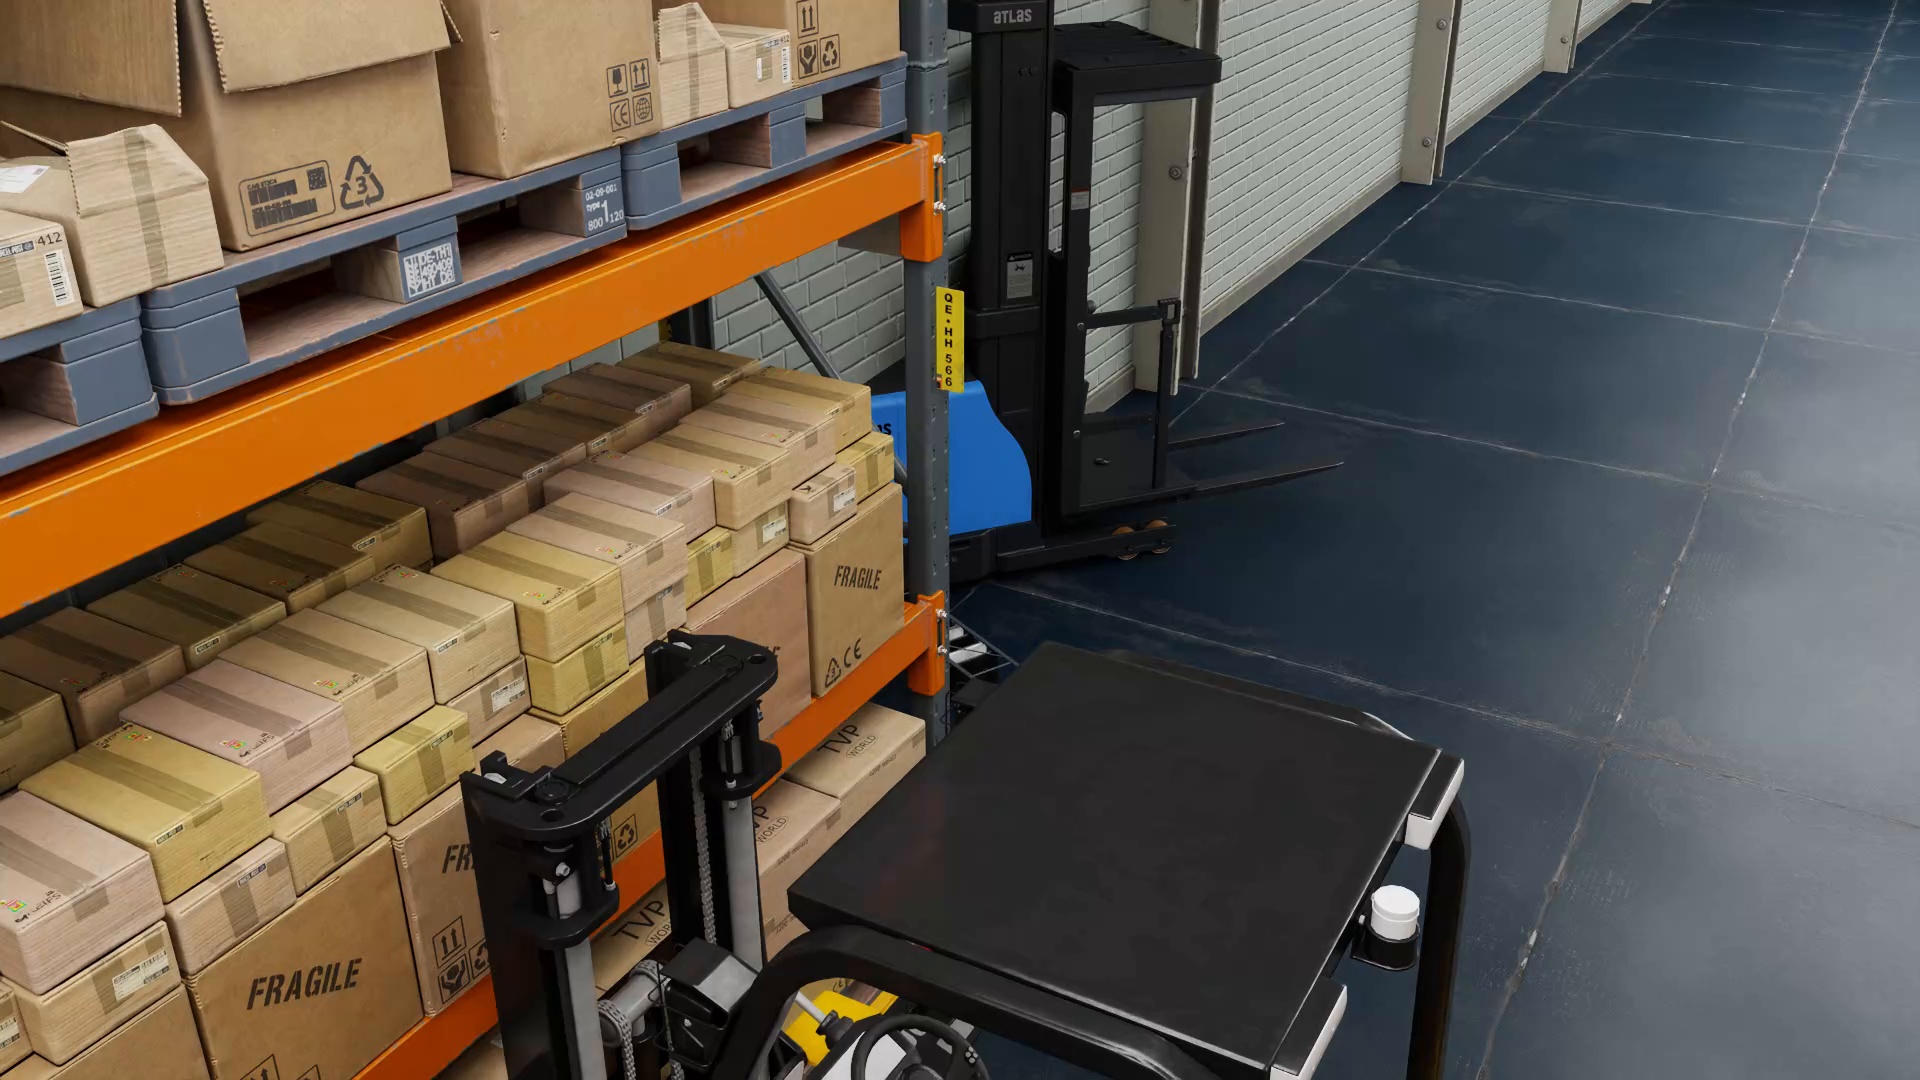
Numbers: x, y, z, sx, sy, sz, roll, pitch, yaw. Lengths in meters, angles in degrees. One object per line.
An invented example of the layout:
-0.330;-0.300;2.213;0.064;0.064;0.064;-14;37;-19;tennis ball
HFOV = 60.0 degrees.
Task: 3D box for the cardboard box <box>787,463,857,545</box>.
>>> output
-0.525;-0.139;4.840;0.380;0.149;0.250;15;30;27;cardboard box

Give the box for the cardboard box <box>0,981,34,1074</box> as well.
-1.851;0.842;2.881;0.380;0.149;0.250;14;30;26;cardboard box

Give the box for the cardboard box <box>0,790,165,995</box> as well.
-1.667;0.624;2.984;0.380;0.149;0.250;15;30;27;cardboard box

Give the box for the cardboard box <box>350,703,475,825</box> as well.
-1.302;0.452;3.659;0.380;0.149;0.250;14;30;25;cardboard box

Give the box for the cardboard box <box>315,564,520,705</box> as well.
-1.241;0.210;3.811;0.380;0.149;0.250;15;30;27;cardboard box

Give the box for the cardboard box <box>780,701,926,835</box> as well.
-0.454;0.736;5.415;0.500;0.250;0.500;15;30;28;cardboard box

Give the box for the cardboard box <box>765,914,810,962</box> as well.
-0.722;1.163;5.120;0.500;0.250;0.500;14;30;26;cardboard box

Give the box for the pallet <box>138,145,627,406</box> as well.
-1.468;-0.662;3.469;1.003;0.211;1.213;14;30;26;pallet

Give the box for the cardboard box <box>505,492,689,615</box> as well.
-0.909;0.029;4.173;0.380;0.149;0.250;15;30;27;cardboard box

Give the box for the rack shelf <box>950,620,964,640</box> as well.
-0.103;0.490;7.526;0.258;0.200;0.077;-17;32;-31;rack shelf

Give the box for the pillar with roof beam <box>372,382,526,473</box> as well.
2.122;-1.769;2.231;9.100;9.000;0.400;14;30;26;pillar with roof beam

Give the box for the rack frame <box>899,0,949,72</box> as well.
-0.499;-2.790;4.270;1.000;3.000;0.127;14;30;26;rack frame

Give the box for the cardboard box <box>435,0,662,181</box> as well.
-1.095;-1.122;3.598;0.700;0.500;0.500;14;30;26;cardboard box

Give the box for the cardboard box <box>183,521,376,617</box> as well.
-1.636;0.105;4.020;0.380;0.149;0.250;14;30;26;cardboard box

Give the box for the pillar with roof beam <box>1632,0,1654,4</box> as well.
13.929;-11.122;20.916;9.100;9.000;0.400;14;30;26;pillar with roof beam

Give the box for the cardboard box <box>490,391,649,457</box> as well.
-1.125;-0.290;4.811;0.380;0.149;0.250;15;30;27;cardboard box

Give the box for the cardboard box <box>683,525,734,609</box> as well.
-0.838;0.043;4.477;0.380;0.149;0.250;14;30;26;cardboard box

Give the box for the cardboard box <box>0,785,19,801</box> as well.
-2.004;0.543;3.478;0.380;0.149;0.250;15;30;28;cardboard box

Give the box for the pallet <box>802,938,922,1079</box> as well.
-0.838;1.447;5.623;1.003;0.211;1.213;14;30;26;pallet

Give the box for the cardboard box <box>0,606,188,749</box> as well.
-1.914;0.301;3.629;0.380;0.149;0.250;14;30;26;cardboard box

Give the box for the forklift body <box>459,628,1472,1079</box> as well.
0.157;1.413;3.524;2.313;2.155;1.214;14;30;26;forklift body

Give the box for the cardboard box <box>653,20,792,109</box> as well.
-0.642;-1.179;4.103;0.380;0.149;0.250;13;30;25;cardboard box

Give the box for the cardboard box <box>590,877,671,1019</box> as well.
-0.939;1.135;4.618;0.500;0.250;0.500;15;30;27;cardboard box

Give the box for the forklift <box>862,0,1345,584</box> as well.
0.579;-1.417;8.305;3.031;2.935;1.130;-10;28;-20;forklift

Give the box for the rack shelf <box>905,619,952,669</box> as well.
-0.155;0.457;7.592;0.258;0.200;0.077;-17;32;-31;rack shelf

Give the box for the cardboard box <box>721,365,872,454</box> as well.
-0.491;-0.389;5.007;0.380;0.149;0.250;14;30;26;cardboard box

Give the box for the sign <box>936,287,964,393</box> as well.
-0.033;-0.606;5.051;0.100;0.325;0.005;14;30;26;sign

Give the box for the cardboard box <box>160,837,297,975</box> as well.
-1.534;0.660;3.244;0.380;0.149;0.250;14;30;26;cardboard box

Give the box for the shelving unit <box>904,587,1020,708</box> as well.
-0.084;0.503;7.502;0.258;0.210;0.900;-17;32;-31;shelving unit

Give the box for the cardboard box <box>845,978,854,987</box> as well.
-0.455;1.187;5.630;0.500;0.250;0.500;14;30;26;cardboard box

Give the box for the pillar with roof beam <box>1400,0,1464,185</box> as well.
8.026;-6.446;11.573;9.100;9.000;0.400;14;30;26;pillar with roof beam

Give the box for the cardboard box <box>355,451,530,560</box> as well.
-1.368;-0.089;4.408;0.380;0.149;0.250;15;30;28;cardboard box

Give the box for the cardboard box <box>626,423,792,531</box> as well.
-0.691;-0.178;4.586;0.380;0.149;0.250;15;30;27;cardboard box

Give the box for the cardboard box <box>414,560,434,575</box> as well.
-1.586;0.119;4.326;0.380;0.149;0.250;15;30;28;cardboard box

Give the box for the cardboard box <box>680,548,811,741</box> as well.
-0.775;0.298;4.692;0.500;0.500;0.500;15;30;28;cardboard box

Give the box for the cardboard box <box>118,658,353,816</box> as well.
-1.486;0.406;3.420;0.380;0.149;0.250;14;30;26;cardboard box

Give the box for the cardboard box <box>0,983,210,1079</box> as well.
-1.779;1.085;3.120;0.500;0.500;0.500;15;30;27;cardboard box

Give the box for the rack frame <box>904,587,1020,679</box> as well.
-0.084;0.412;7.456;0.240;0.006;0.900;-17;32;-31;rack frame

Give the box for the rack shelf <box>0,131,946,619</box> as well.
-1.482;-0.347;3.546;1.077;0.370;4.000;14;30;26;rack shelf

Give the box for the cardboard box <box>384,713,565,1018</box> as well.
-1.265;0.696;3.897;0.500;0.500;0.500;14;30;26;cardboard box

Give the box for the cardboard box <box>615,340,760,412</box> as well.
-0.850;-0.491;5.211;0.380;0.149;0.250;14;30;25;cardboard box

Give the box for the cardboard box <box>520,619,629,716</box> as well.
-1.035;0.260;4.043;0.380;0.149;0.250;14;30;26;cardboard box

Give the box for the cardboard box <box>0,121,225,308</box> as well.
-1.472;-0.574;2.763;0.396;0.266;0.258;13;30;25;cardboard box
